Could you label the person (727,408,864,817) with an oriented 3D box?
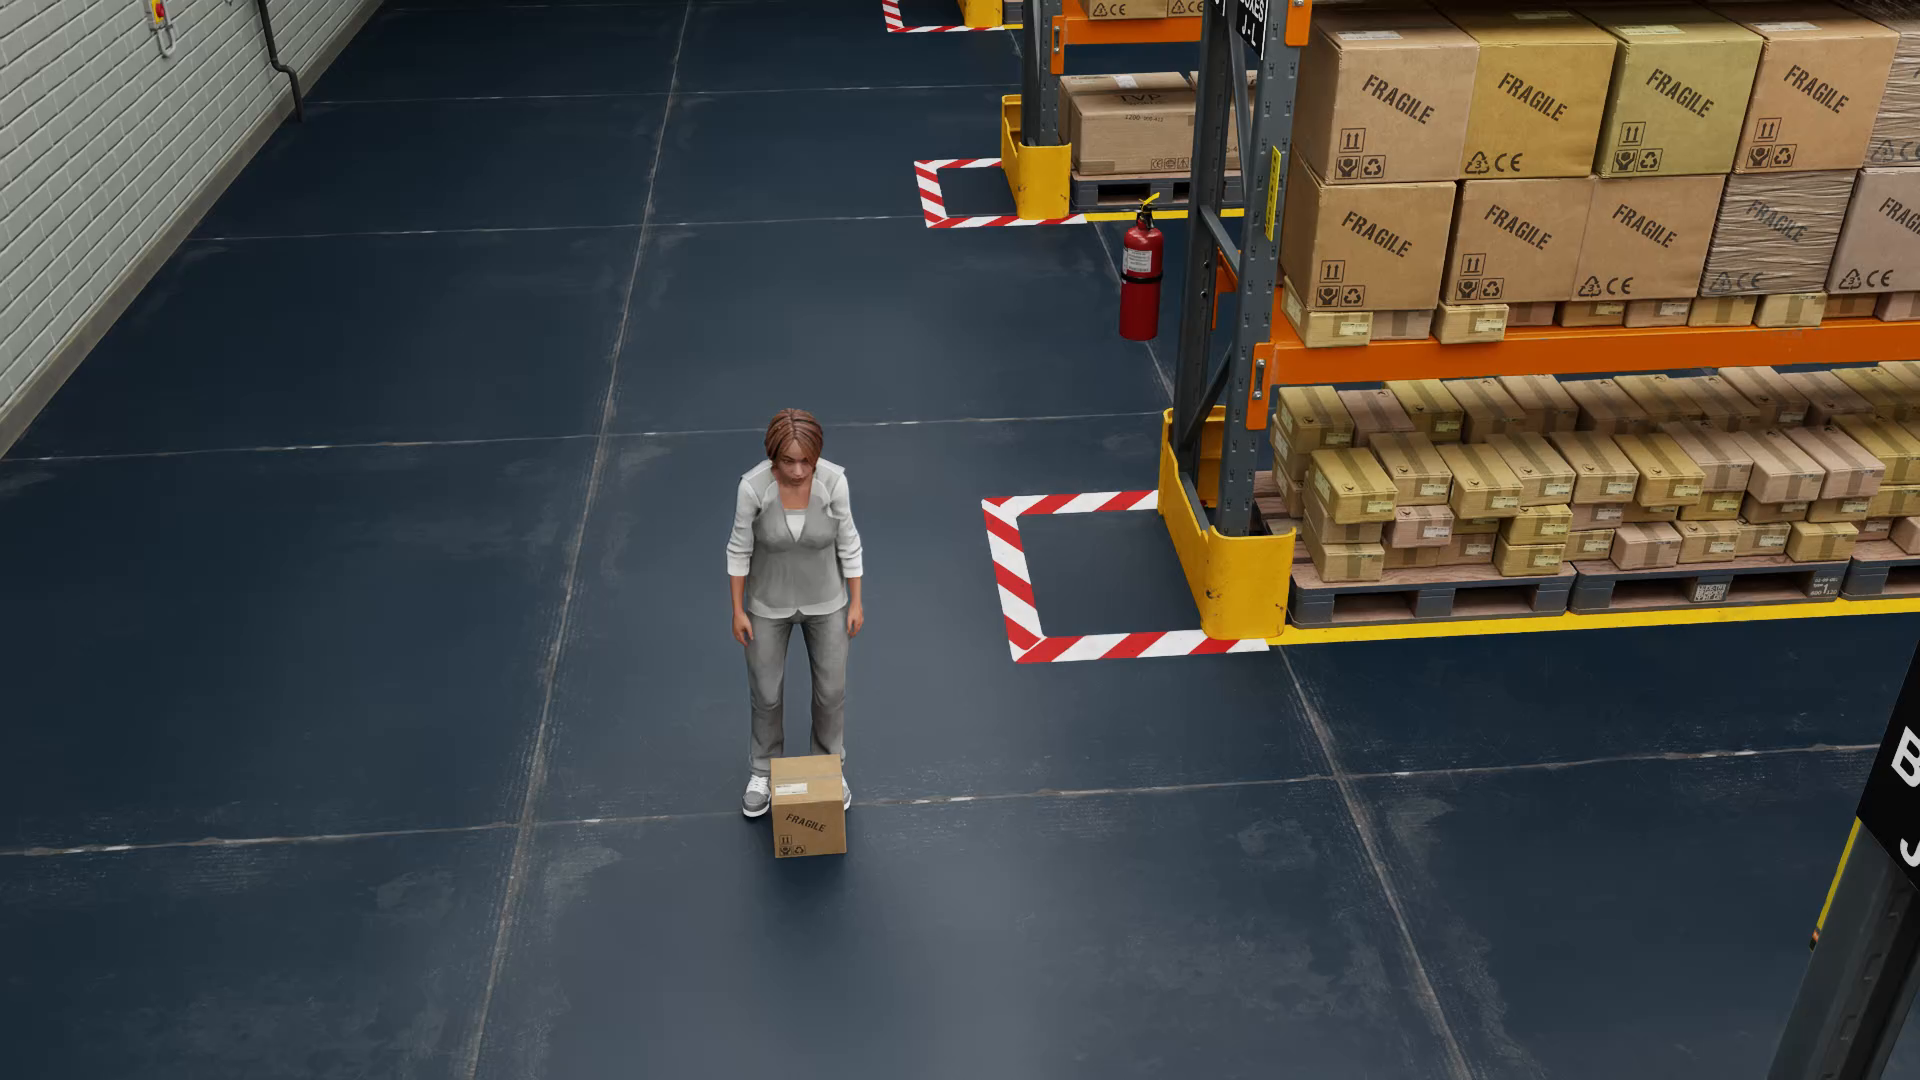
[{"bbox_3d":[-0.567,0.242,5.751,0.481,1.592,0.348,-5,32,-8],"label":"person"}]
